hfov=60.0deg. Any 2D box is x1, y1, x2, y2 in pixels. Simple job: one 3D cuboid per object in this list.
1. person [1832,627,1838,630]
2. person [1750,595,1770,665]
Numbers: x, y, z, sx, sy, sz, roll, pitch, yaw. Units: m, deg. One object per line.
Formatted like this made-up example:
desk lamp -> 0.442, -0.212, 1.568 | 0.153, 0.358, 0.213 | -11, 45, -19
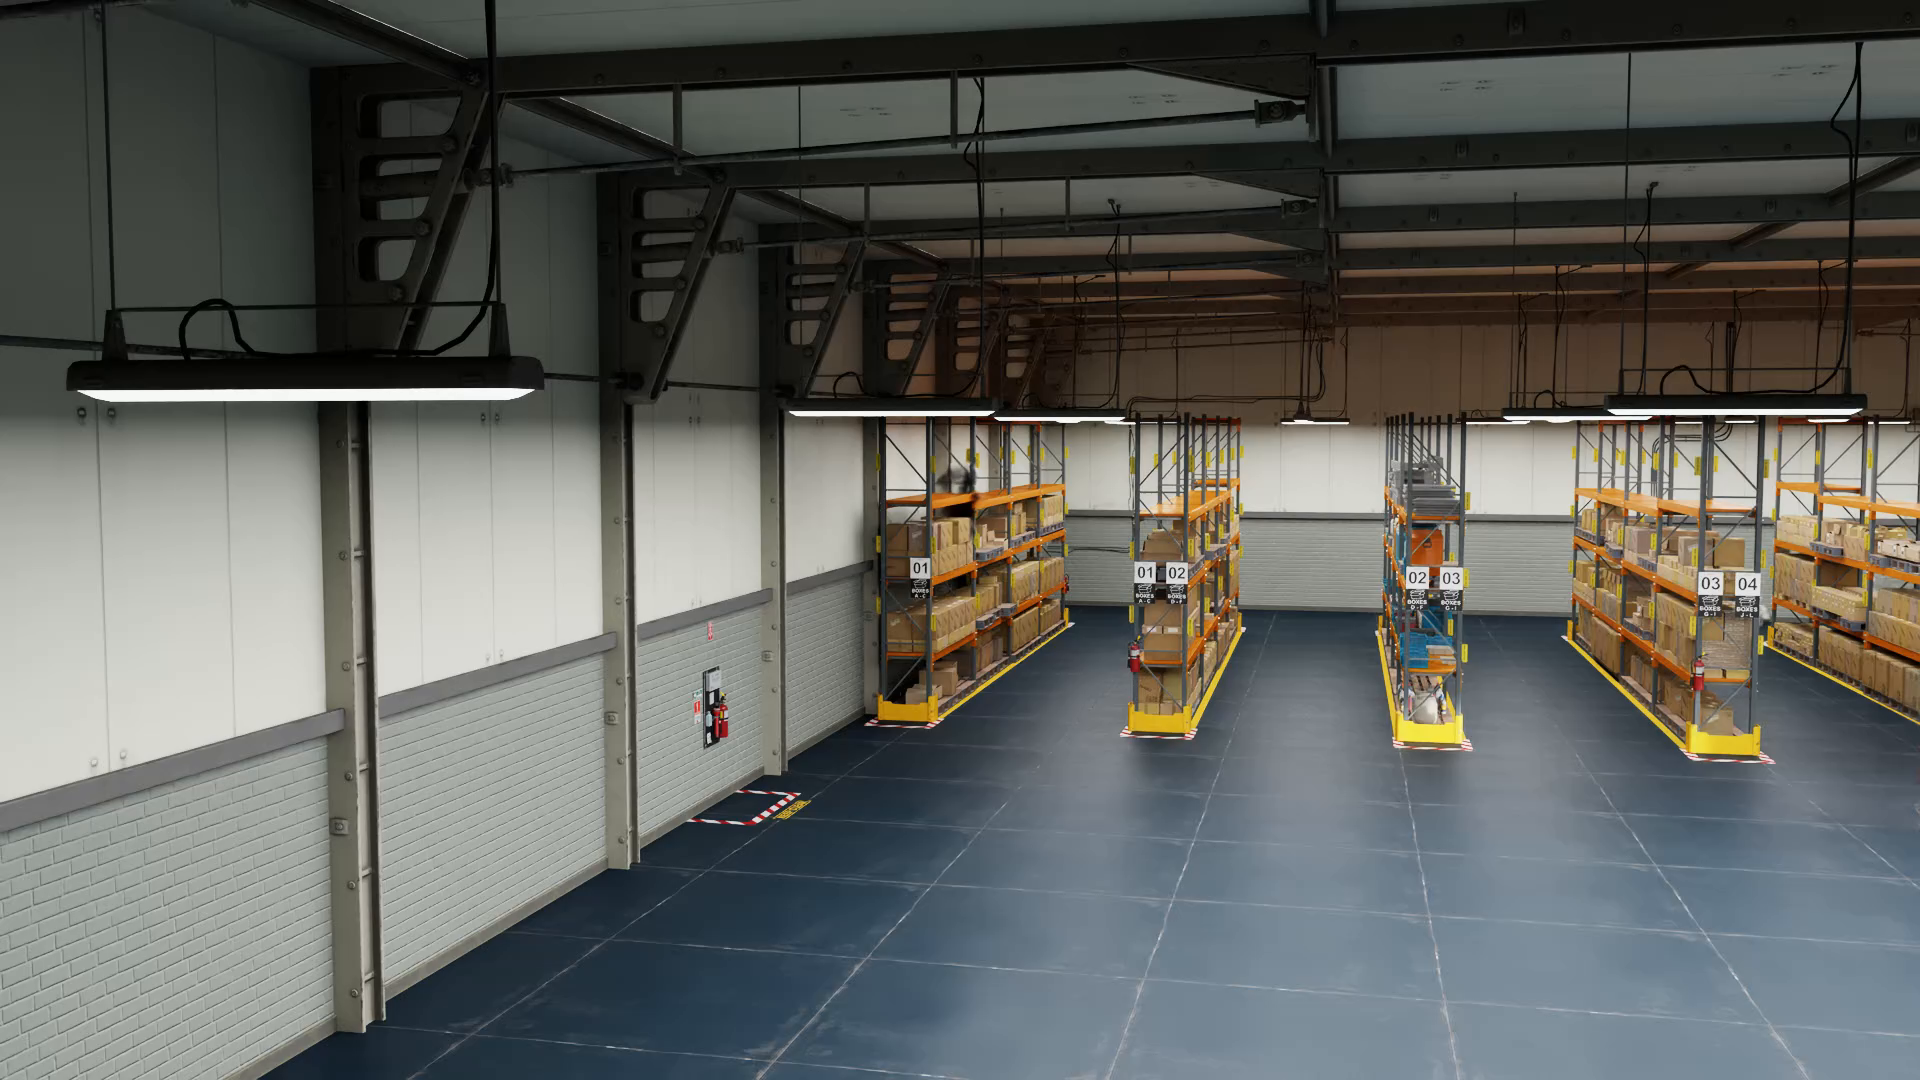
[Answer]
person -> 23.609, 1.848, 44.484 | 0.772, 1.755, 0.686 | 1, 4, 8
person -> 19.288, 2.160, 40.281 | 0.586, 1.747, 0.789 | 1, 4, 18
